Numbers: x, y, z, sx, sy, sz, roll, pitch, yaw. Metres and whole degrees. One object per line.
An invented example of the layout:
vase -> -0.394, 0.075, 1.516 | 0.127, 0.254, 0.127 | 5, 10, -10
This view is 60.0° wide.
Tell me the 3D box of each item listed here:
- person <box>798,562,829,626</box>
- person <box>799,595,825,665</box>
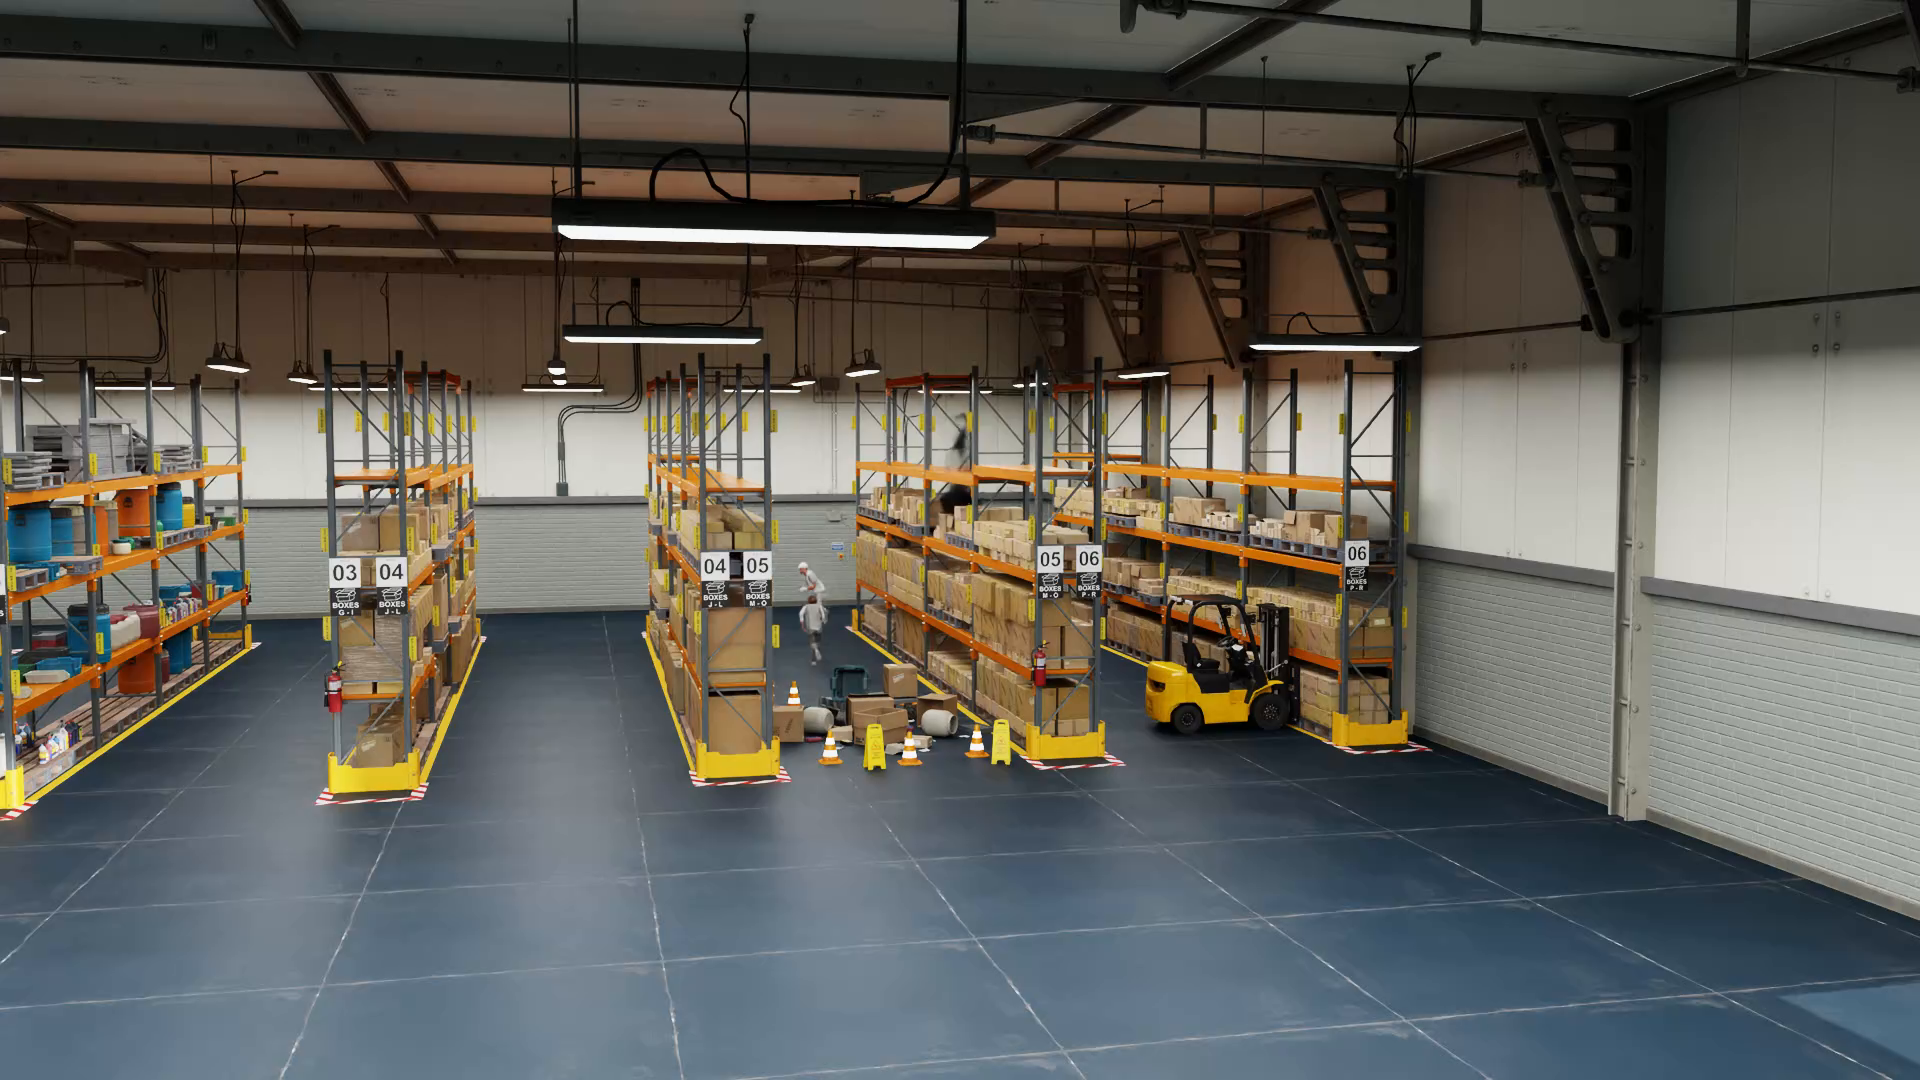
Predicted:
person -> -3.661, 1.338, 41.347 | 0.826, 1.591, 0.693 | -2, 4, -23
person -> -3.057, 1.895, 34.526 | 0.562, 1.448, 0.792 | -1, 4, -13
